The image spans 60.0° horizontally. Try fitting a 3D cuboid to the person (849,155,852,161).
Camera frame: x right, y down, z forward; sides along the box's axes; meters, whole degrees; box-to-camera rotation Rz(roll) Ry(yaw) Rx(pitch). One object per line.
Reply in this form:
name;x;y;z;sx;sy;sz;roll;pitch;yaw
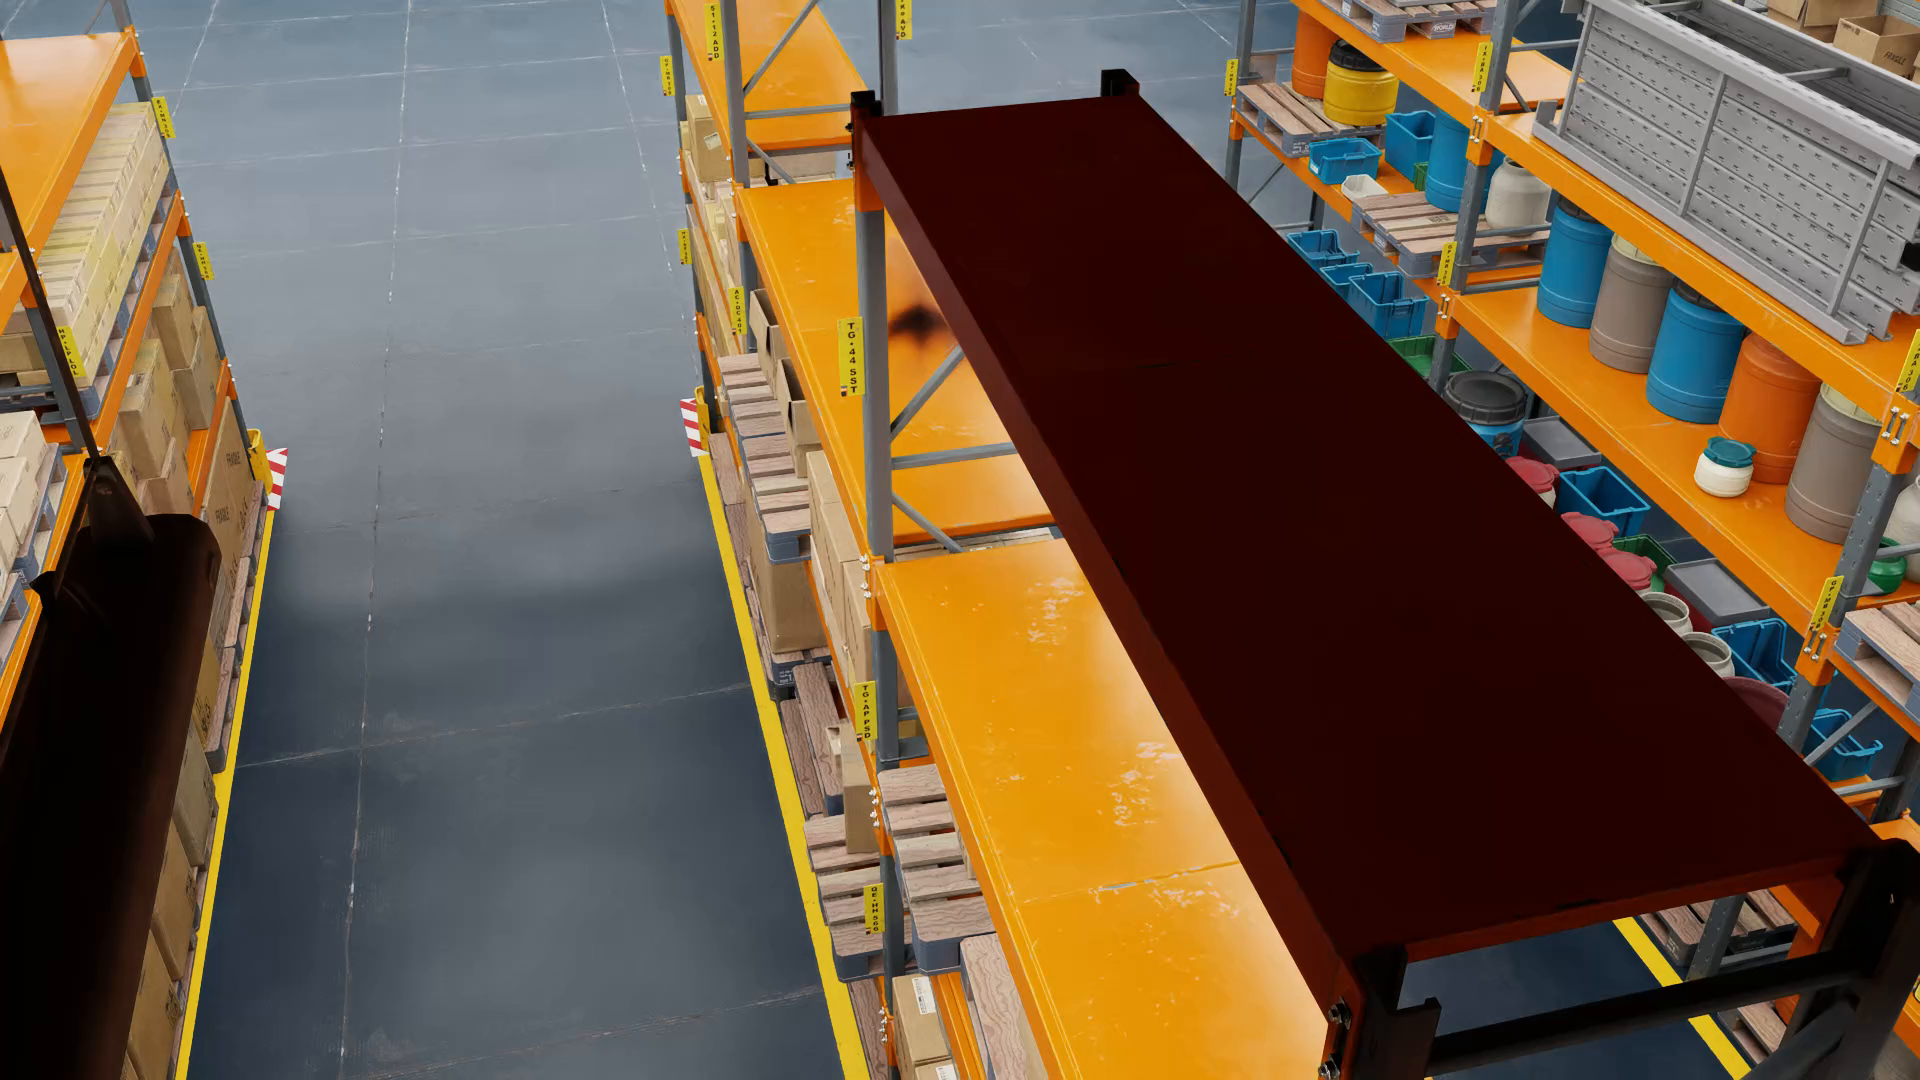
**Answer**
person;-0.837;-3.876;18.186;0.755;1.776;0.685;9;35;13
